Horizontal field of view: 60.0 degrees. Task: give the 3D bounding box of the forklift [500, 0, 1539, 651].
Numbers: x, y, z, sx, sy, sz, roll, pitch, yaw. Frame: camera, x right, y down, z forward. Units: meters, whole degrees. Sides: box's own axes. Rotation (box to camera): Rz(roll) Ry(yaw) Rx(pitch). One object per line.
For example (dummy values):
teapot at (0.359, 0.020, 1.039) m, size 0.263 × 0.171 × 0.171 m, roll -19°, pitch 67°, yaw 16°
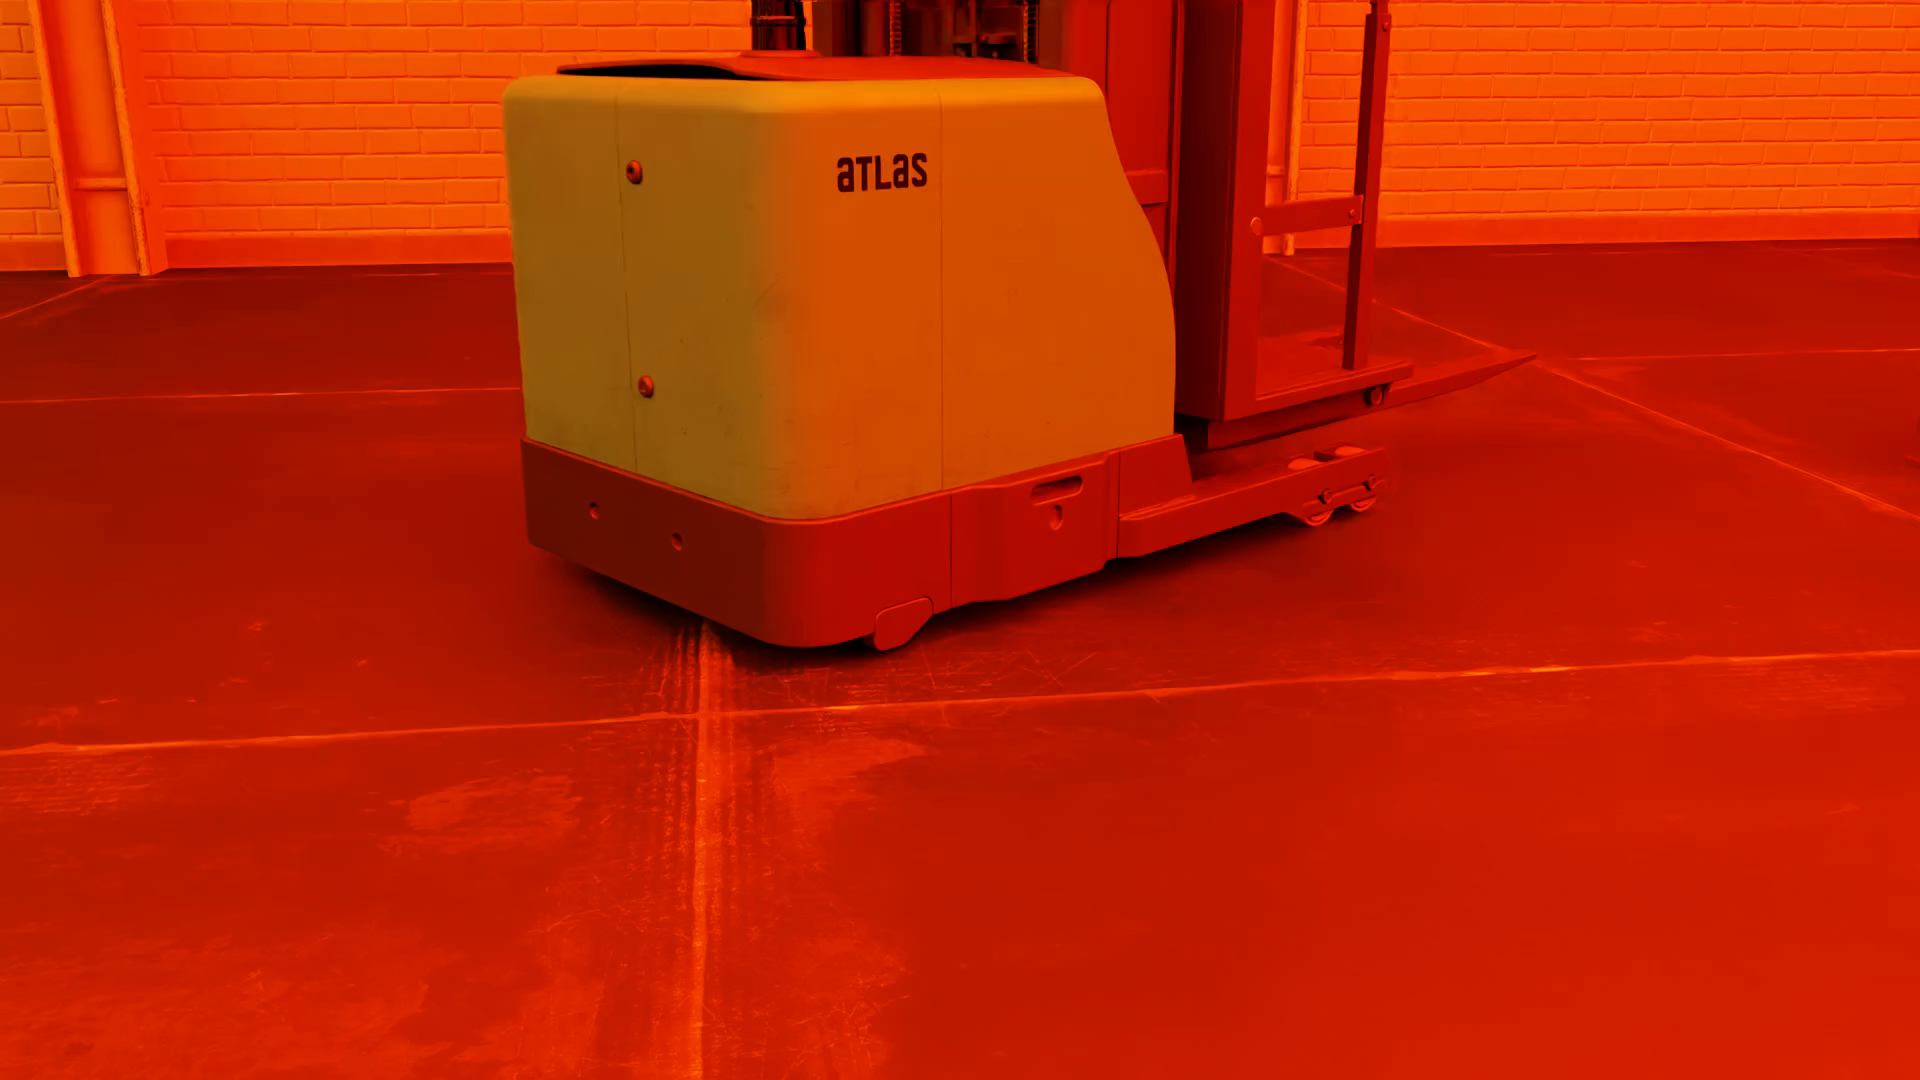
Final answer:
forklift at (0.446, -1.533, 3.974) m, size 3.031 × 2.935 × 1.130 m, roll -15°, pitch 23°, yaw -41°
